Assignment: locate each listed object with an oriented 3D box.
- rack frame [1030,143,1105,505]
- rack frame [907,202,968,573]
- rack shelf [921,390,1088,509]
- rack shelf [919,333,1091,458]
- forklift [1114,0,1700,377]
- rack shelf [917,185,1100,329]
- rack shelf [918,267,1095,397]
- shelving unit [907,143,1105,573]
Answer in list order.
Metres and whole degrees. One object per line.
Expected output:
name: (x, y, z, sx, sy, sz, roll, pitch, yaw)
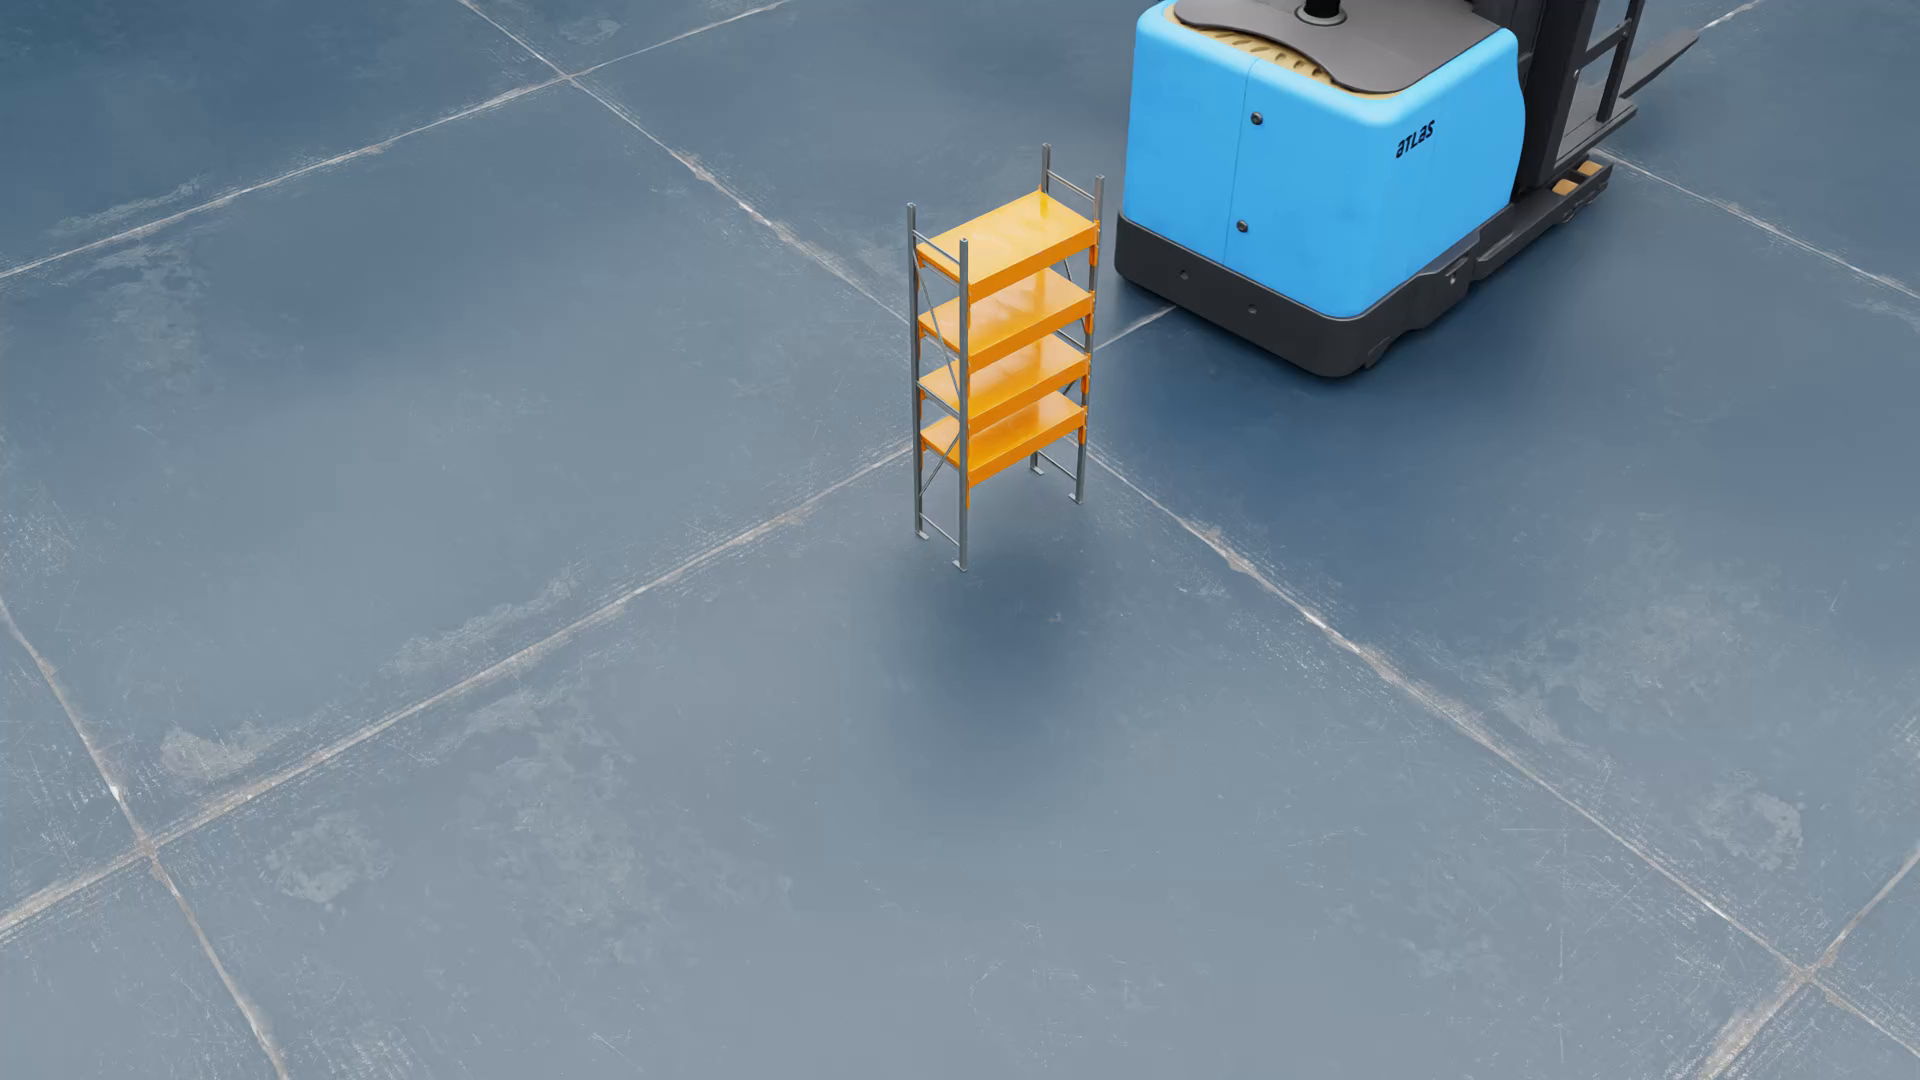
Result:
rack frame: (0.314, -0.617, 5.031, 0.015, 1.200, 0.240, -30, 51, -28)
rack frame: (-0.060, -0.403, 4.803, 0.015, 1.200, 0.240, -30, 51, -28)
rack shelf: (0.127, -0.316, 5.099, 0.480, 0.148, 0.258, -30, 51, -28)
rack shelf: (0.127, -0.461, 4.963, 0.480, 0.148, 0.258, -30, 51, -28)
forklift: (1.961, -2.544, 5.818, 1.130, 2.935, 3.031, 33, 52, 30)
rack shelf: (0.127, -0.796, 4.648, 0.480, 0.148, 0.258, -30, 51, -28)
rack shelf: (0.127, -0.624, 4.810, 0.480, 0.148, 0.258, -30, 51, -28)
shelving unit: (0.127, -0.510, 4.917, 0.503, 1.200, 0.258, -30, 51, -28)
